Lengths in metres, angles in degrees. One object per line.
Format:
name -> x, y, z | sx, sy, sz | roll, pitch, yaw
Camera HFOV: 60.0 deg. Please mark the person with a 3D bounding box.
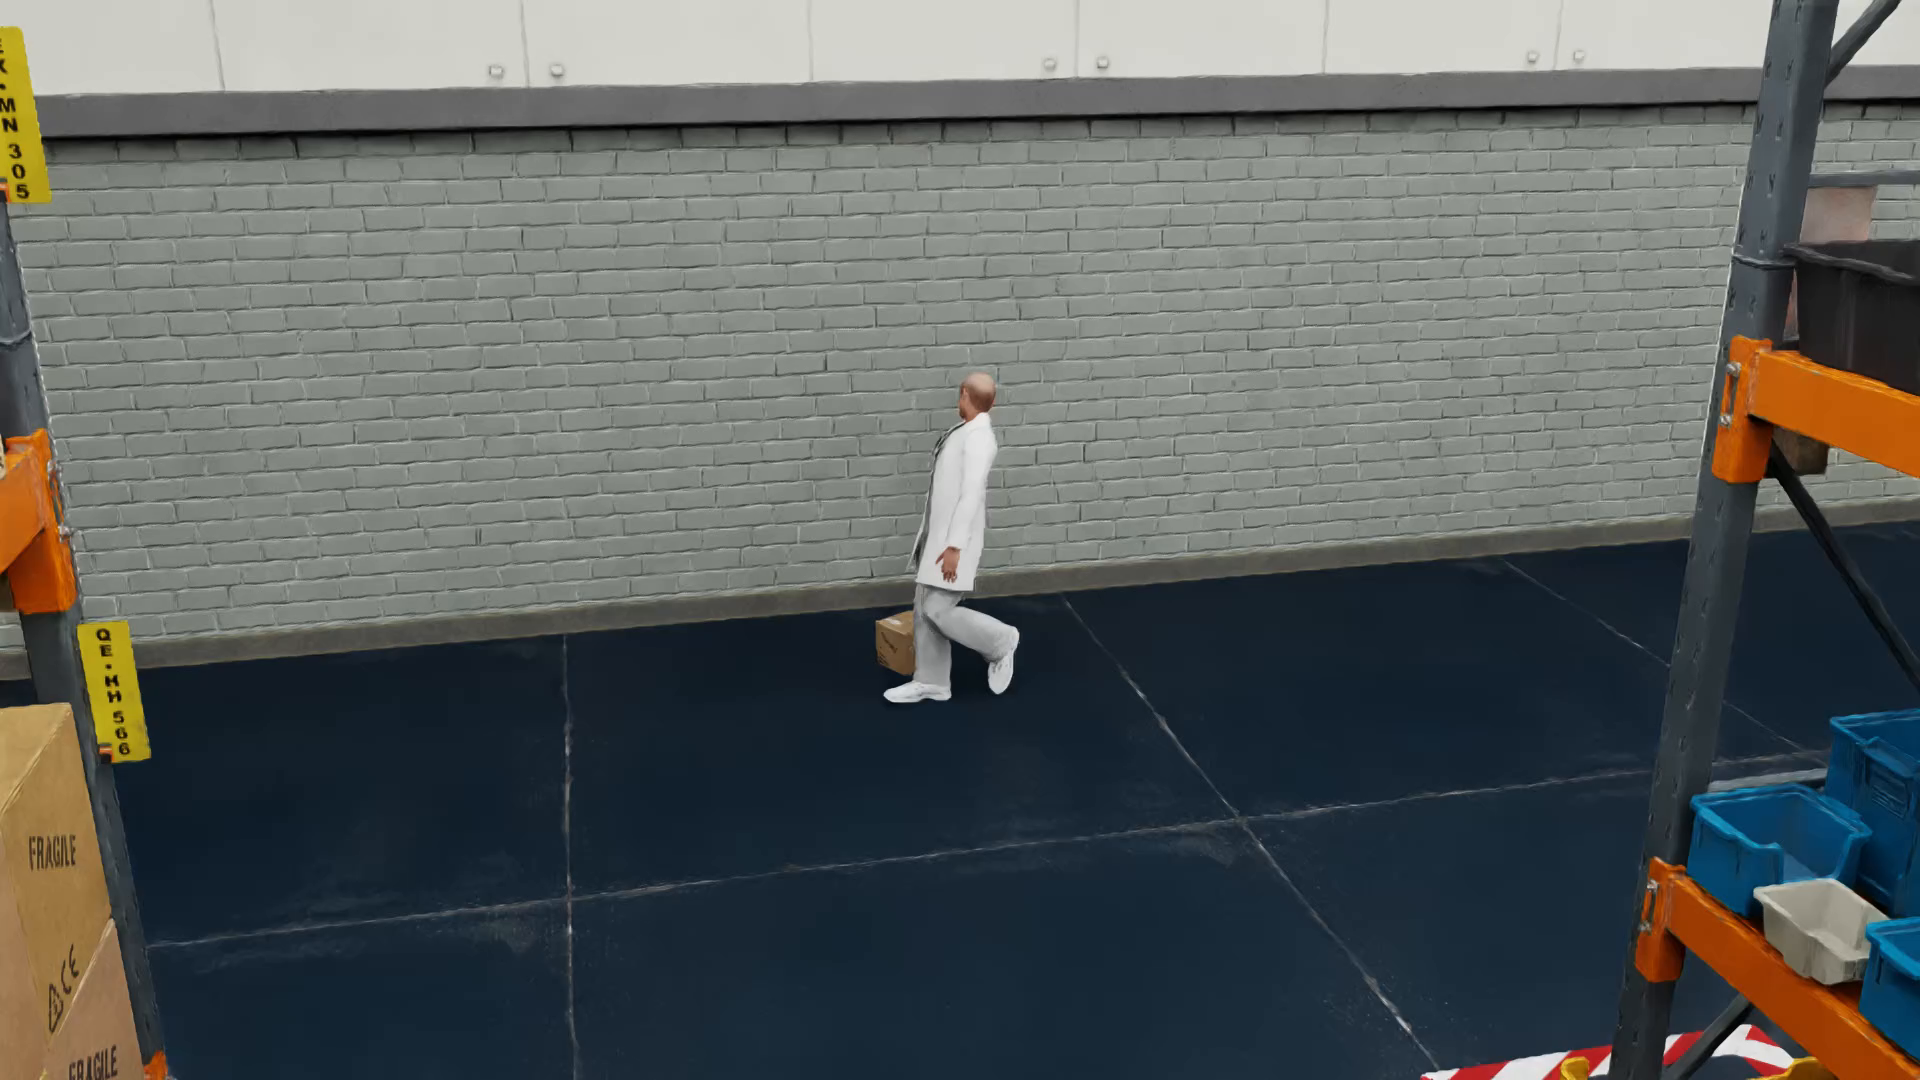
person -> -0.054, 0.007, 8.642 | 0.749, 1.733, 0.683 | -5, 20, -14
